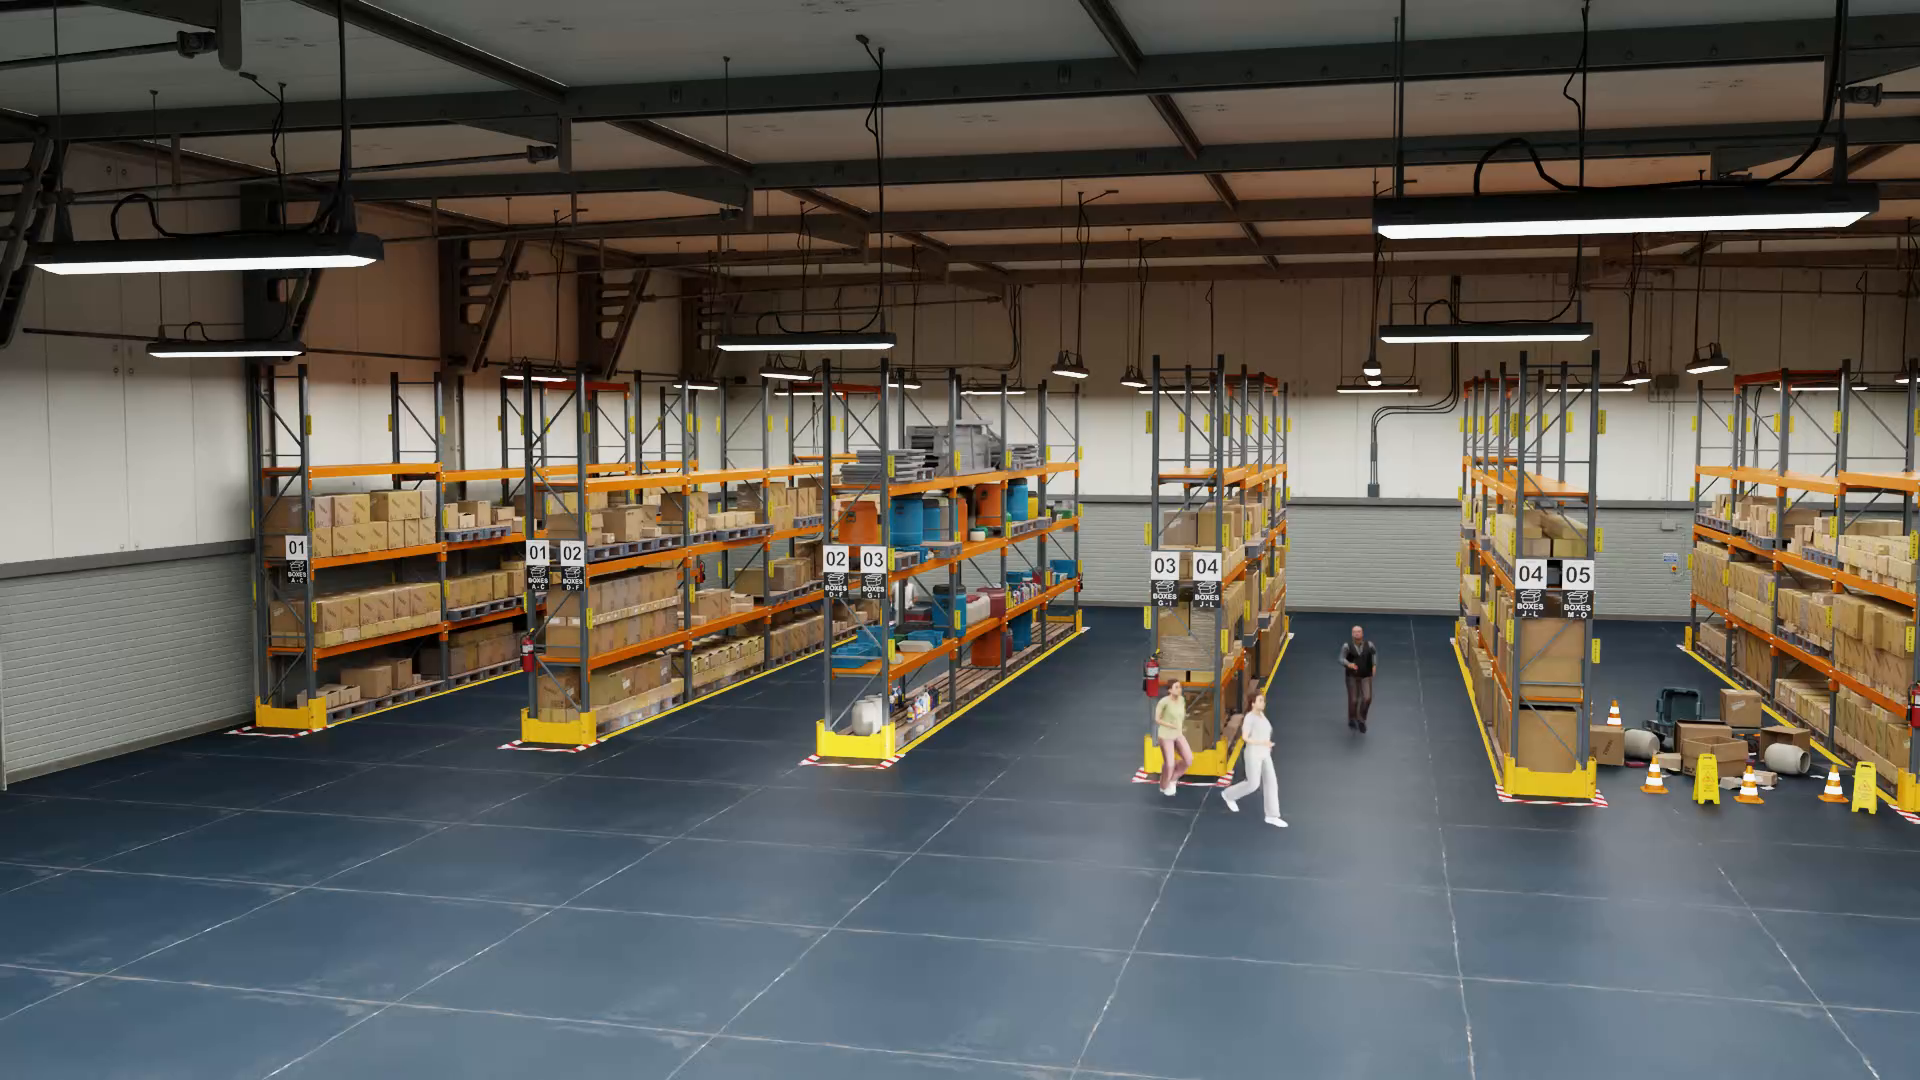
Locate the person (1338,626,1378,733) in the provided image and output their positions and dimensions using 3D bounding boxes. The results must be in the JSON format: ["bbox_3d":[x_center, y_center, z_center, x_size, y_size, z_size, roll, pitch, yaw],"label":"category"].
[{"bbox_3d":[6.530,2.283,27.248,0.661,1.745,0.707,1,4,9],"label":"person"}]

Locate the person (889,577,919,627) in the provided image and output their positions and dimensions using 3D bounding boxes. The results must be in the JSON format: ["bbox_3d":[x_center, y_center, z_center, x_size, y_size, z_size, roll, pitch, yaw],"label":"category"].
[{"bbox_3d":[-1.262,1.565,37.233,0.683,1.731,0.592,0,4,-1],"label":"person"}]

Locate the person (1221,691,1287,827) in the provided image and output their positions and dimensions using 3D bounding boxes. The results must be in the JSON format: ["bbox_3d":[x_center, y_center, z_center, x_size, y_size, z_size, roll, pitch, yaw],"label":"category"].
[{"bbox_3d":[3.713,2.724,20.895,0.930,1.663,0.570,4,5,43],"label":"person"}]

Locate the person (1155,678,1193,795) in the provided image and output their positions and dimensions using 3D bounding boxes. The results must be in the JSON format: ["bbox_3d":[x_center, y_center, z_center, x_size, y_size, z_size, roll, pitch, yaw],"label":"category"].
[{"bbox_3d":[2.873,2.653,22.382,0.595,1.607,0.643,-2,5,-29],"label":"person"}]
